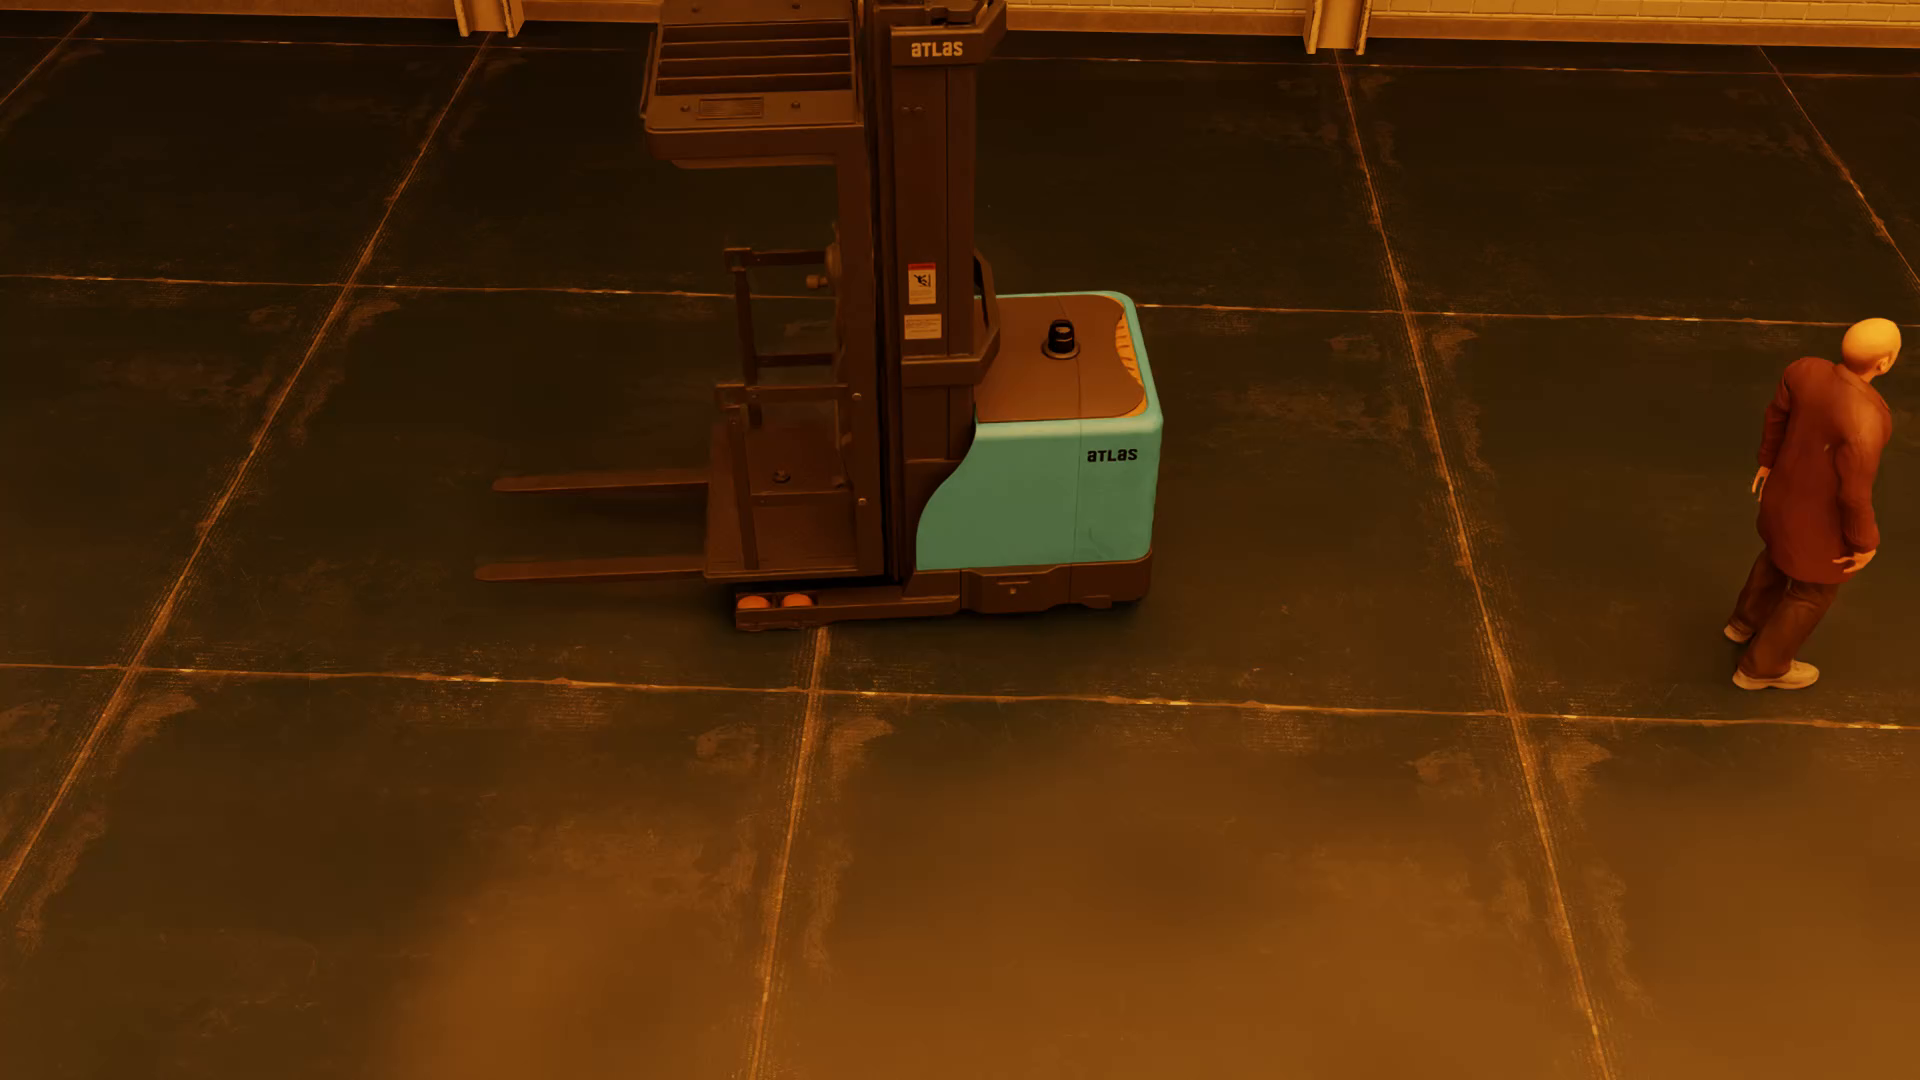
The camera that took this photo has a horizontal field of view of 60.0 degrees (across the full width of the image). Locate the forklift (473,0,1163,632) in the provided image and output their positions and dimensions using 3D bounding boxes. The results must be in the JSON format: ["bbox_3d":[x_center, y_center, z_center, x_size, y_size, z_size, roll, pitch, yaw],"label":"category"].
[{"bbox_3d":[-0.679,-1.041,6.883,3.031,2.935,1.130,-3,42,-3],"label":"forklift"}]

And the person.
[{"bbox_3d":[3.534,-0.135,6.770,0.511,1.803,0.681,-6,43,-7],"label":"person"}]
